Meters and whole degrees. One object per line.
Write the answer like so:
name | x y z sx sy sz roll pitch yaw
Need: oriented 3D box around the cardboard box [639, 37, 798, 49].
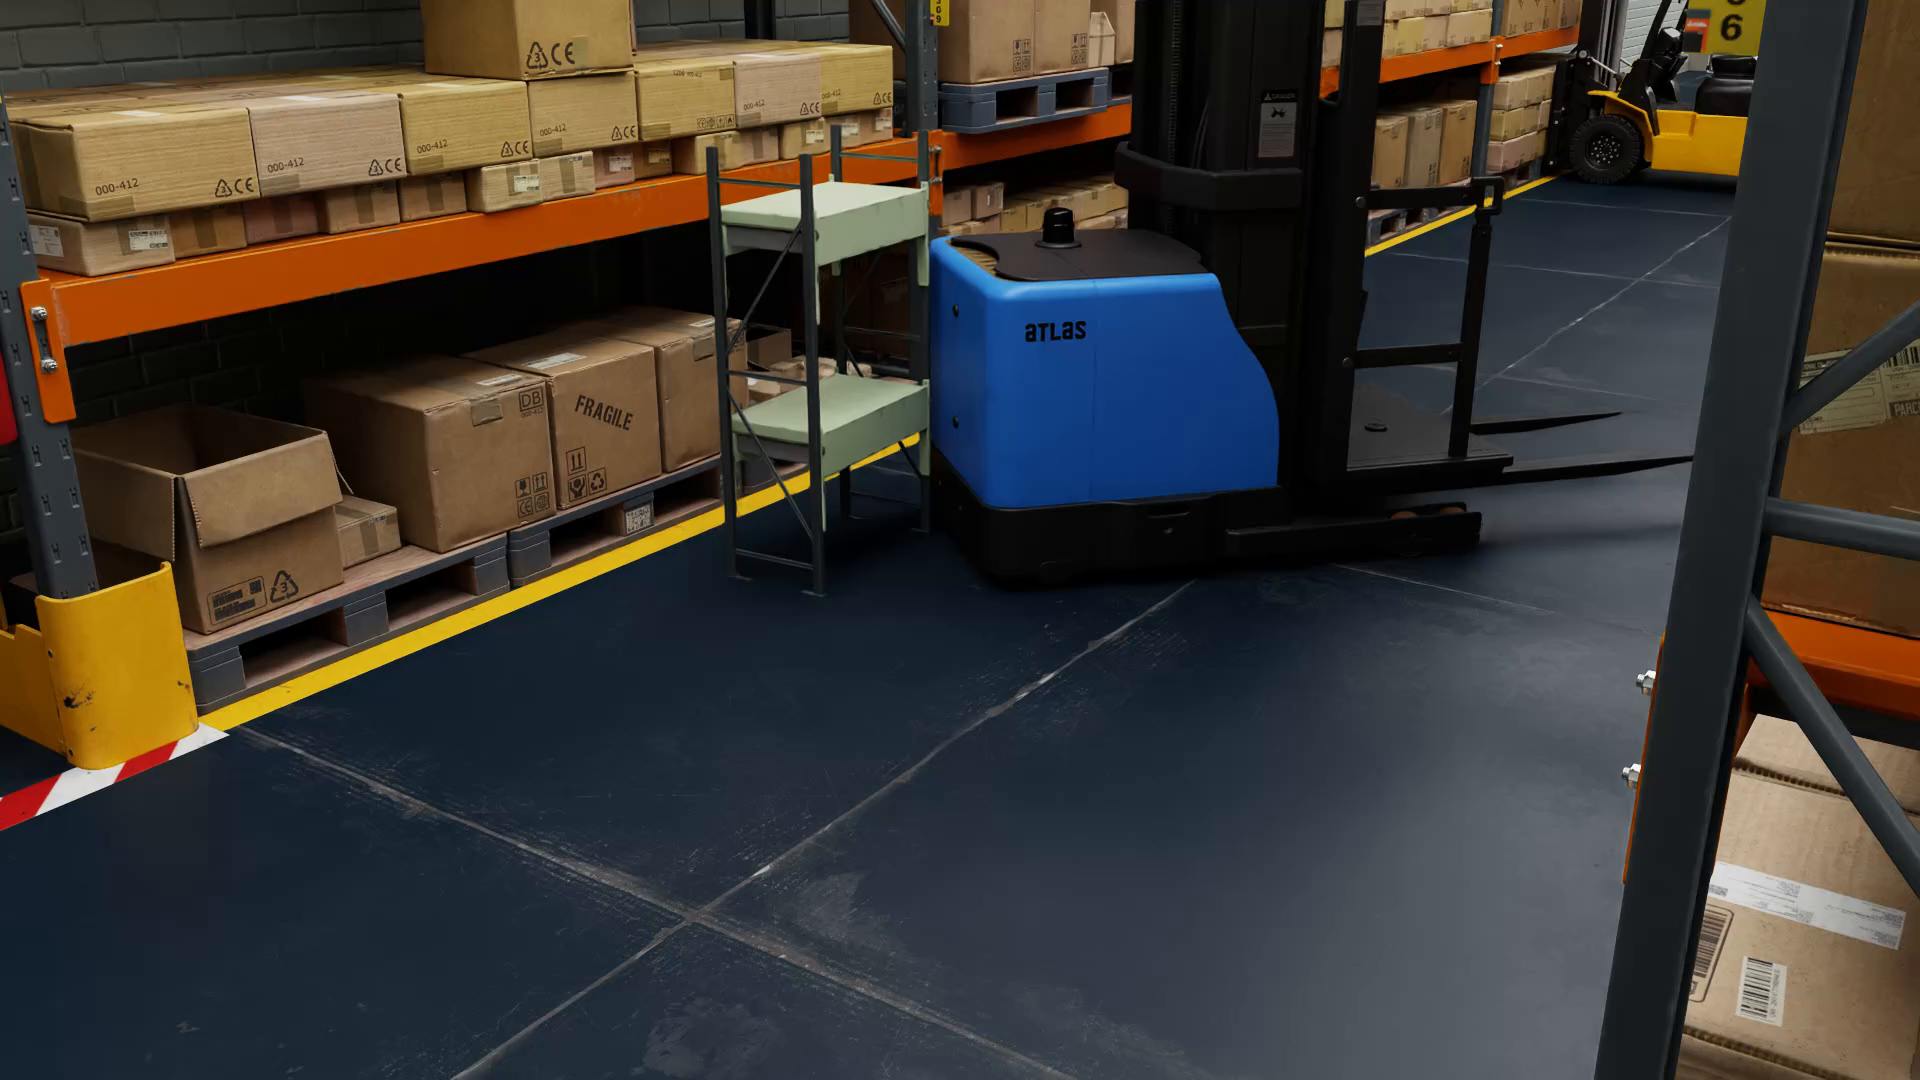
cardboard box | -1.045 -2.035 7.231 0.500 0.250 0.500 13 24 31

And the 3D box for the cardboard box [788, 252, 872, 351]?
cardboard box | -0.512 -1.279 8.396 0.500 0.500 0.500 13 24 32

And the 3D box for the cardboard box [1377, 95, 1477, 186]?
cardboard box | 3.670 -3.282 13.633 0.875 0.625 0.625 15 25 34

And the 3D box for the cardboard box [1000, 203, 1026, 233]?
cardboard box | 0.105 -1.606 8.346 0.380 0.149 0.250 12 23 29

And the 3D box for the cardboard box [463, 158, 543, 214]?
cardboard box | -1.614 -1.191 5.523 0.380 0.149 0.250 12 24 30

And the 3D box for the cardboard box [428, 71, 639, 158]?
cardboard box | -1.478 -1.497 5.774 0.500 0.250 0.500 13 24 30

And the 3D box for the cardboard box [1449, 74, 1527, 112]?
cardboard box | 4.486 -3.805 14.145 0.500 0.250 0.500 13 24 31

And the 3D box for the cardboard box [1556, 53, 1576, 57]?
cardboard box | 6.202 -4.682 16.516 0.500 0.250 0.500 14 25 34

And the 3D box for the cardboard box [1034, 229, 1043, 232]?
cardboard box | 0.206 -1.330 8.534 0.500 0.500 0.500 13 24 31

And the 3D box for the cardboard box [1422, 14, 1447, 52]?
cardboard box | 3.305 -3.803 12.440 0.500 0.250 0.500 13 24 32

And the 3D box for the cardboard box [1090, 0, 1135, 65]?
cardboard box | 0.646 -2.769 8.676 0.700 0.500 0.500 13 24 32

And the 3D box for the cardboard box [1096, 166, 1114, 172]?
cardboard box | 0.999 -2.051 9.550 0.380 0.149 0.250 13 24 31

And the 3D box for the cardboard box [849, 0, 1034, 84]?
cardboard box | -0.086 -2.395 7.666 0.700 0.500 0.500 14 24 33

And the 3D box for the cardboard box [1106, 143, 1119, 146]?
cardboard box | 1.155 -2.443 10.610 0.380 0.149 0.250 15 25 35

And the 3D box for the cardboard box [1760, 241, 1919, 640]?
cardboard box | 1.368 -0.178 2.278 0.500 0.500 0.500 13 24 32

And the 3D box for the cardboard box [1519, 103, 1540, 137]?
cardboard box | 4.763 -3.716 14.626 0.500 0.250 0.500 13 24 32

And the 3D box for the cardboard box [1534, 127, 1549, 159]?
cardboard box | 5.049 -3.632 15.118 0.500 0.250 0.500 14 24 33

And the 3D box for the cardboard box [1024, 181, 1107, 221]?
cardboard box | 0.561 -1.822 8.931 0.380 0.149 0.250 14 25 34

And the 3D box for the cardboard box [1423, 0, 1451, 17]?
cardboard box | 3.314 -4.030 12.332 0.500 0.250 0.500 14 24 33

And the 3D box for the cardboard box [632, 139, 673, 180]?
cardboard box | -1.296 -1.438 6.191 0.380 0.149 0.250 14 24 33

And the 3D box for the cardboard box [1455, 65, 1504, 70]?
cardboard box | 4.639 -4.197 15.205 0.500 0.250 0.500 13 24 32

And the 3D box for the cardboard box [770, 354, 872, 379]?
cardboard box | -0.613 -0.698 7.334 0.380 0.149 0.250 12 24 30

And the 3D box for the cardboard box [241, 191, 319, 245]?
cardboard box | -2.156 -0.995 4.994 0.380 0.149 0.250 13 24 31

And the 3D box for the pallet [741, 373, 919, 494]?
pallet | -0.930 -0.551 7.450 1.003 0.211 1.213 13 24 32

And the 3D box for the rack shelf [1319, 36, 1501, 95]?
rack shelf | 2.830 -3.440 12.278 1.077 0.370 4.000 13 24 32

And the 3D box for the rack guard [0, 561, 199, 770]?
rack guard | -2.749 0.243 4.889 1.175 0.500 0.348 13 24 32

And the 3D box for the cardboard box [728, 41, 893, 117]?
cardboard box | -0.627 -1.931 6.950 0.500 0.250 0.500 14 24 33

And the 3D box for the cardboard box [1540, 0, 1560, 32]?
cardboard box | 4.982 -4.773 14.700 0.500 0.500 0.500 13 24 31

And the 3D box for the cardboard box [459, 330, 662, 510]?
cardboard box | -1.477 -0.460 6.181 0.500 0.500 0.500 14 24 33

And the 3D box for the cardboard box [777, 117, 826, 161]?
cardboard box | -0.768 -1.639 6.734 0.380 0.149 0.250 14 24 33

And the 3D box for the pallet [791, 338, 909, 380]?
pallet | -0.117 -0.989 8.633 1.003 0.211 1.213 13 24 32

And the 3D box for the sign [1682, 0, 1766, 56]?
sign | 0.875 -0.705 1.837 0.100 0.325 0.005 13 24 32

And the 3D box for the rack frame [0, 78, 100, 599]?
rack frame | -2.791 -0.908 4.396 1.000 3.000 0.127 13 24 32

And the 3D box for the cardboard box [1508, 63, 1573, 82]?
cardboard box | 5.353 -4.244 15.331 0.500 0.250 0.500 13 24 31

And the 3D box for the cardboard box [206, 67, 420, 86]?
cardboard box | -2.179 -1.450 5.648 0.500 0.250 0.500 14 25 33

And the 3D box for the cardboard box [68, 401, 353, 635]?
cardboard box | -2.369 -0.091 5.181 0.797 0.503 0.637 12 24 30

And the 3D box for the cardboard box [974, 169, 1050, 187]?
cardboard box | 0.285 -1.993 9.391 0.380 0.149 0.250 12 24 30

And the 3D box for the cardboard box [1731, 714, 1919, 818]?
cardboard box | 2.112 0.591 3.433 0.875 0.438 0.875 14 25 33

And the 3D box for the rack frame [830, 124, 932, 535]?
rack frame | -0.288 -0.760 6.157 0.400 1.500 0.023 11 23 27

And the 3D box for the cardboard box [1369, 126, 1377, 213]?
cardboard box | 2.428 -2.652 11.928 0.875 0.625 0.625 14 25 34

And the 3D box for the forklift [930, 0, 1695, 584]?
forklift | 1.428 -1.484 6.051 3.031 2.935 1.130 -5 21 -14

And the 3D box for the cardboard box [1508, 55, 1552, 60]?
cardboard box | 5.498 -4.630 16.375 0.500 0.250 0.500 13 24 32

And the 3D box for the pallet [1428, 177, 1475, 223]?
pallet | 3.572 -2.824 13.596 1.003 0.211 1.213 13 24 32

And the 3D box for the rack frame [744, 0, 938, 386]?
rack frame | -0.543 -2.056 7.499 1.000 3.000 0.127 13 24 32

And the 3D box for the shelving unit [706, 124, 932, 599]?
shelving unit | -0.466 -0.649 5.857 0.431 1.500 0.755 11 23 27

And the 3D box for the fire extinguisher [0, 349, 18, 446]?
fire extinguisher | -2.492 -0.565 4.116 0.296 0.674 0.183 13 24 32

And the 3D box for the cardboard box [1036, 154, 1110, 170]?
cardboard box | 0.680 -2.226 10.021 0.380 0.149 0.250 12 23 29

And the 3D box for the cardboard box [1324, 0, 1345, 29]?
cardboard box | 2.178 -3.442 10.743 0.500 0.250 0.500 13 24 32

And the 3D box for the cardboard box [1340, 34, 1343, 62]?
cardboard box | 2.444 -3.356 11.230 0.500 0.250 0.500 13 24 31

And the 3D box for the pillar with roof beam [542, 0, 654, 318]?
pillar with roof beam | 1.881 -4.006 4.123 9.100 9.000 0.400 13 24 32

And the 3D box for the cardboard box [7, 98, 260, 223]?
cardboard box | -2.314 -1.055 4.580 0.500 0.250 0.500 13 24 32
